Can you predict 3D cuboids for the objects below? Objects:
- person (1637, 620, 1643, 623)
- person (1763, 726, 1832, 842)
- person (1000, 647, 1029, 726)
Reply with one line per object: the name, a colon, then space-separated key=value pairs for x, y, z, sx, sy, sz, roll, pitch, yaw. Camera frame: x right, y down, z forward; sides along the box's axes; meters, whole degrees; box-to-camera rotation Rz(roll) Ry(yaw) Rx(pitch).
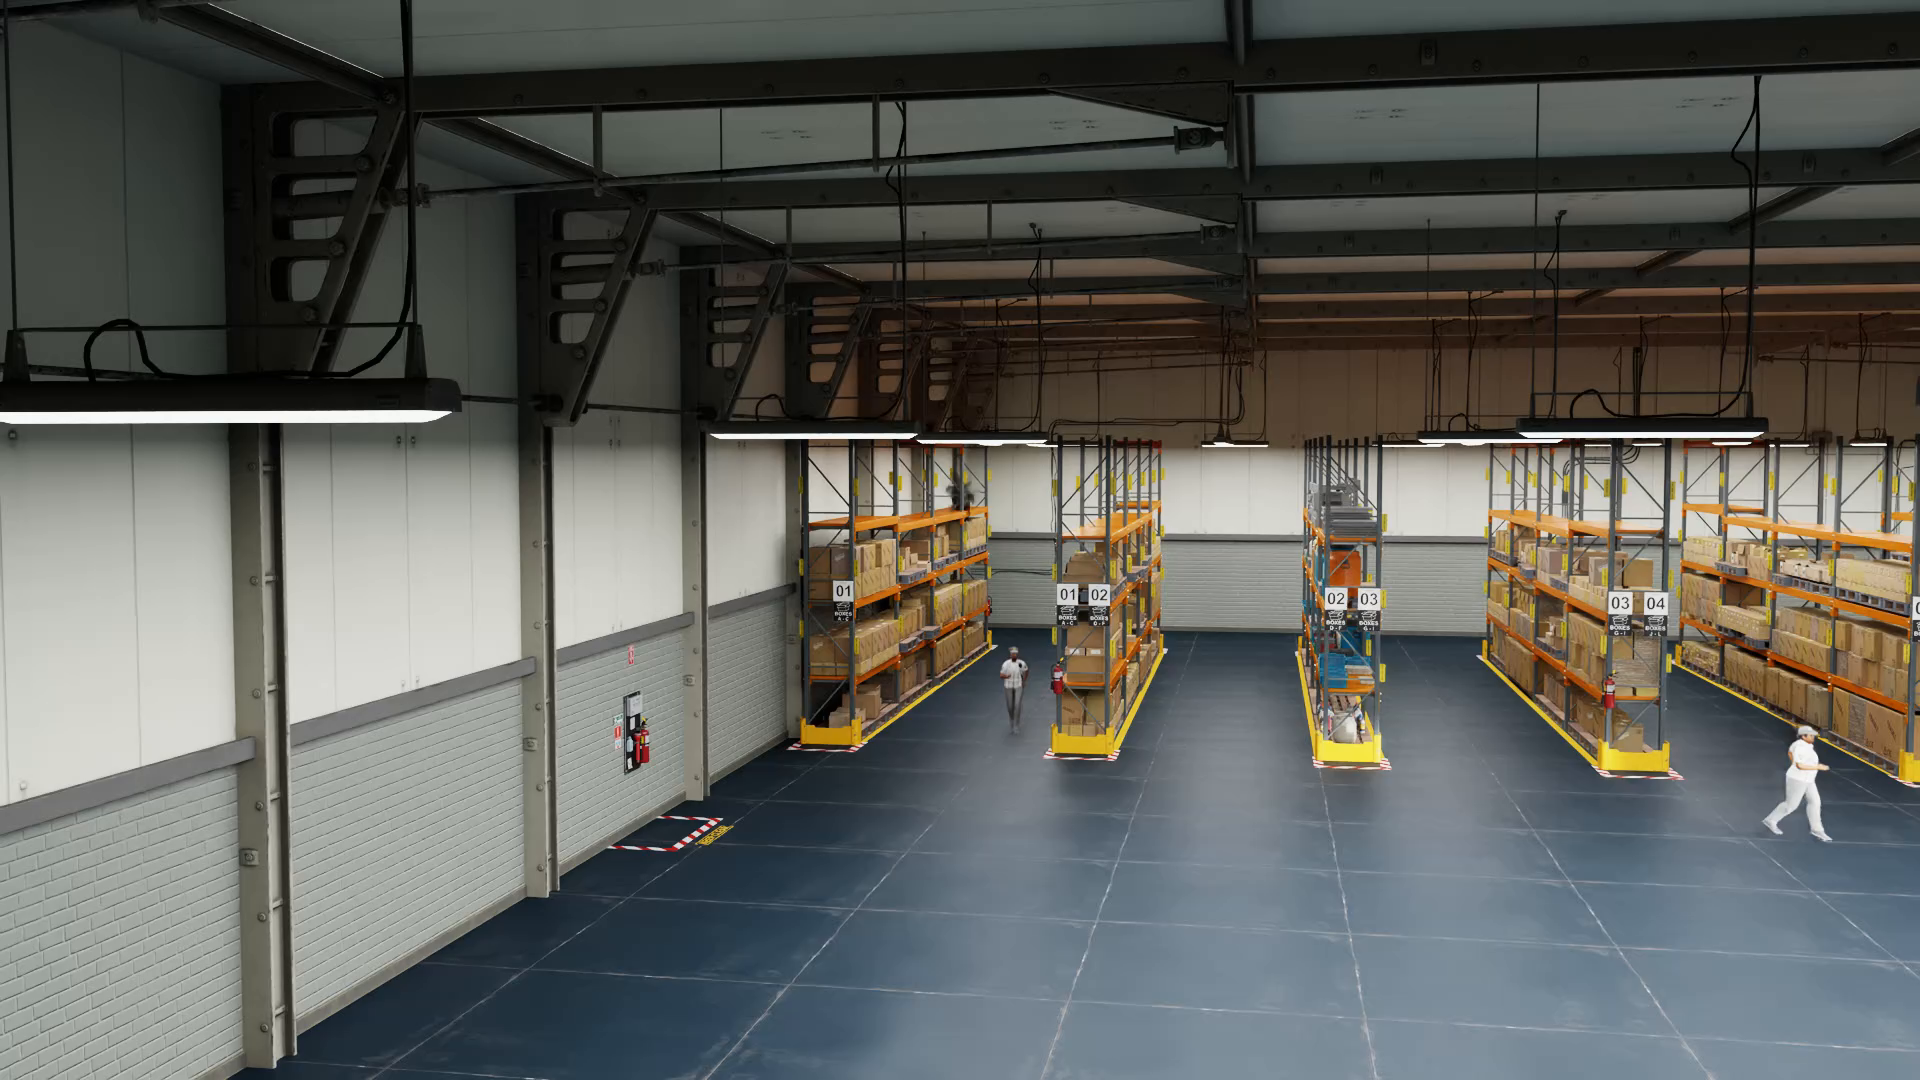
person: x=17.956 y=2.615 z=44.679 sx=0.595 sy=1.379 sz=0.632 roll=-3 pitch=4 yaw=-41
person: x=12.338 y=3.560 z=24.473 sx=0.901 sy=1.684 sz=0.568 roll=3 pitch=4 yaw=40
person: x=1.103 y=2.965 z=33.899 sx=0.581 sy=1.600 sz=0.741 roll=0 pitch=3 yaw=5
